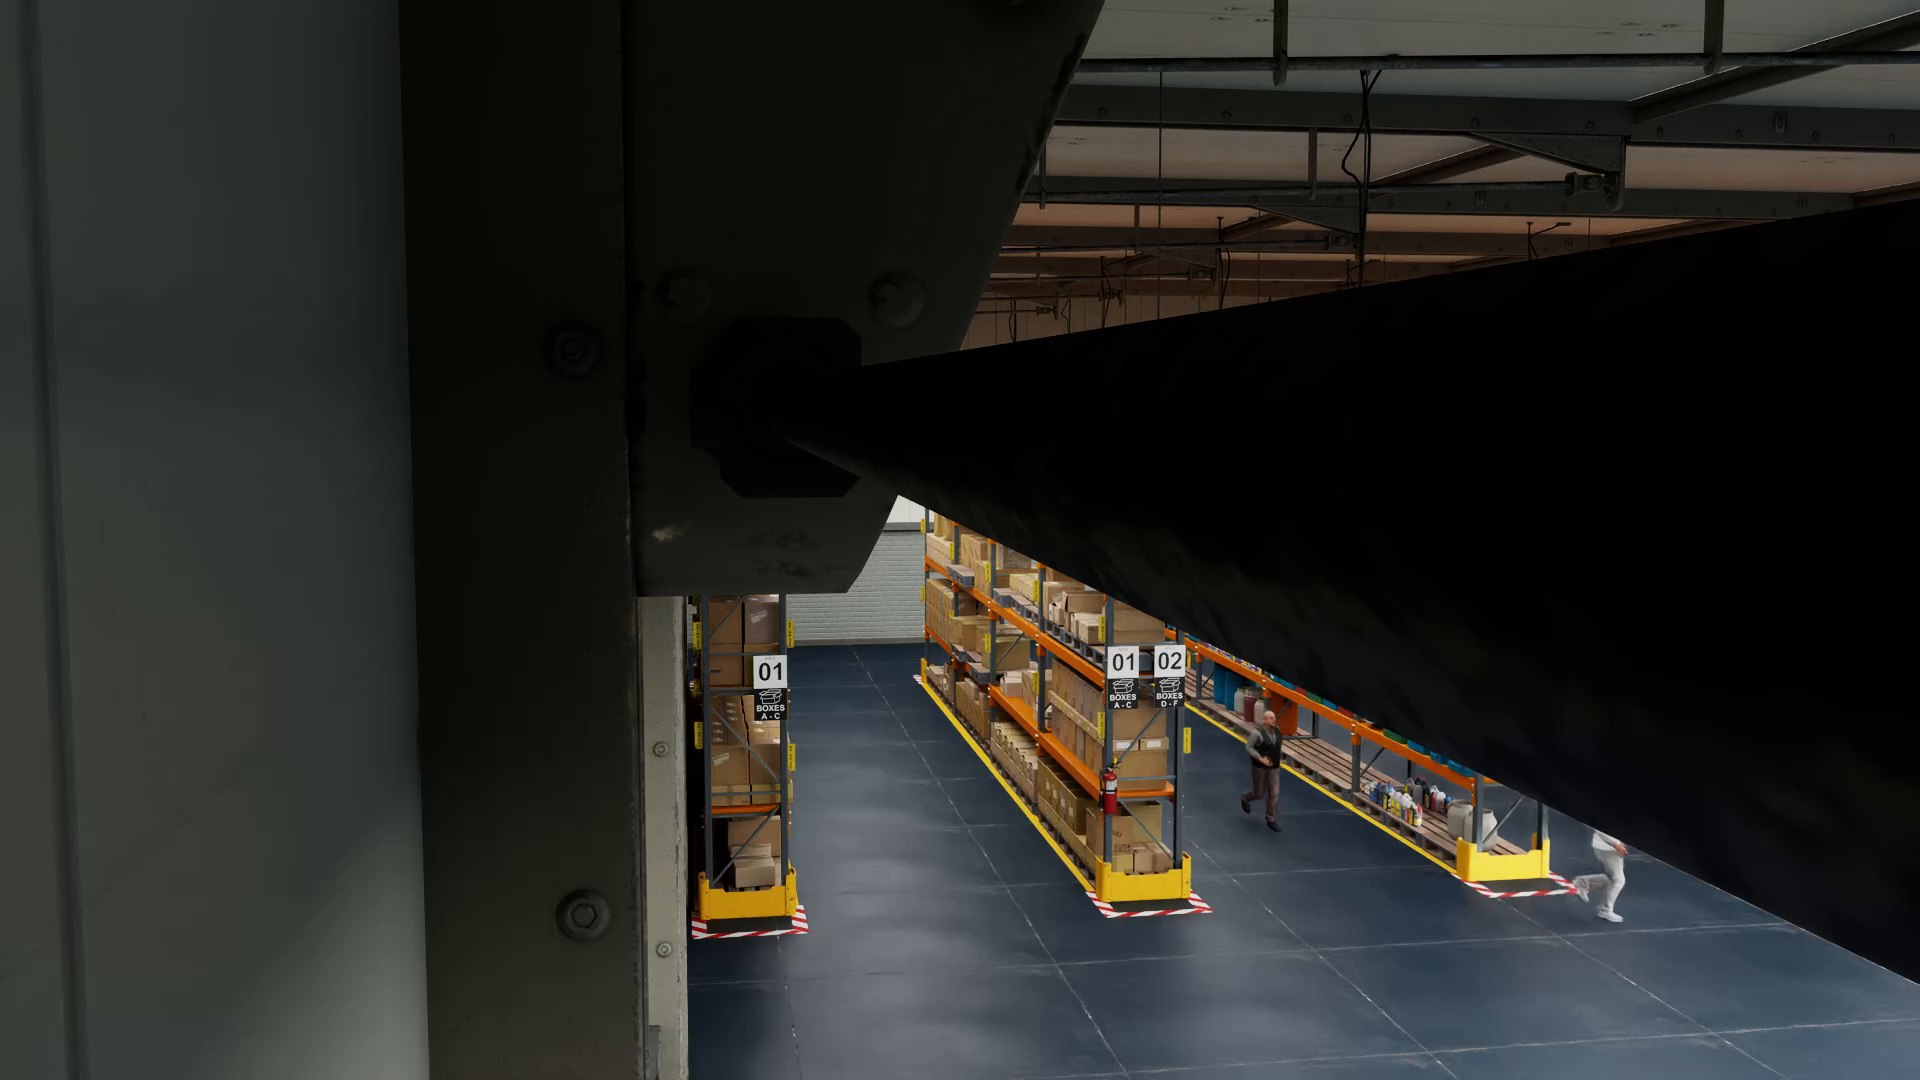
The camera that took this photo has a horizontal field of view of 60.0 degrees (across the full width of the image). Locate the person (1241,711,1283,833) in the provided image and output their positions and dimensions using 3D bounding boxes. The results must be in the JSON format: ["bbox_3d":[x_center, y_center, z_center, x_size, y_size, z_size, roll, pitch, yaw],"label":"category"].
[{"bbox_3d":[4.460,3.342,24.377,0.683,1.715,0.948,-2,6,-26],"label":"person"}]

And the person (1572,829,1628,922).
[{"bbox_3d":[7.760,3.703,20.112,0.652,1.752,0.669,3,6,30],"label":"person"}]
